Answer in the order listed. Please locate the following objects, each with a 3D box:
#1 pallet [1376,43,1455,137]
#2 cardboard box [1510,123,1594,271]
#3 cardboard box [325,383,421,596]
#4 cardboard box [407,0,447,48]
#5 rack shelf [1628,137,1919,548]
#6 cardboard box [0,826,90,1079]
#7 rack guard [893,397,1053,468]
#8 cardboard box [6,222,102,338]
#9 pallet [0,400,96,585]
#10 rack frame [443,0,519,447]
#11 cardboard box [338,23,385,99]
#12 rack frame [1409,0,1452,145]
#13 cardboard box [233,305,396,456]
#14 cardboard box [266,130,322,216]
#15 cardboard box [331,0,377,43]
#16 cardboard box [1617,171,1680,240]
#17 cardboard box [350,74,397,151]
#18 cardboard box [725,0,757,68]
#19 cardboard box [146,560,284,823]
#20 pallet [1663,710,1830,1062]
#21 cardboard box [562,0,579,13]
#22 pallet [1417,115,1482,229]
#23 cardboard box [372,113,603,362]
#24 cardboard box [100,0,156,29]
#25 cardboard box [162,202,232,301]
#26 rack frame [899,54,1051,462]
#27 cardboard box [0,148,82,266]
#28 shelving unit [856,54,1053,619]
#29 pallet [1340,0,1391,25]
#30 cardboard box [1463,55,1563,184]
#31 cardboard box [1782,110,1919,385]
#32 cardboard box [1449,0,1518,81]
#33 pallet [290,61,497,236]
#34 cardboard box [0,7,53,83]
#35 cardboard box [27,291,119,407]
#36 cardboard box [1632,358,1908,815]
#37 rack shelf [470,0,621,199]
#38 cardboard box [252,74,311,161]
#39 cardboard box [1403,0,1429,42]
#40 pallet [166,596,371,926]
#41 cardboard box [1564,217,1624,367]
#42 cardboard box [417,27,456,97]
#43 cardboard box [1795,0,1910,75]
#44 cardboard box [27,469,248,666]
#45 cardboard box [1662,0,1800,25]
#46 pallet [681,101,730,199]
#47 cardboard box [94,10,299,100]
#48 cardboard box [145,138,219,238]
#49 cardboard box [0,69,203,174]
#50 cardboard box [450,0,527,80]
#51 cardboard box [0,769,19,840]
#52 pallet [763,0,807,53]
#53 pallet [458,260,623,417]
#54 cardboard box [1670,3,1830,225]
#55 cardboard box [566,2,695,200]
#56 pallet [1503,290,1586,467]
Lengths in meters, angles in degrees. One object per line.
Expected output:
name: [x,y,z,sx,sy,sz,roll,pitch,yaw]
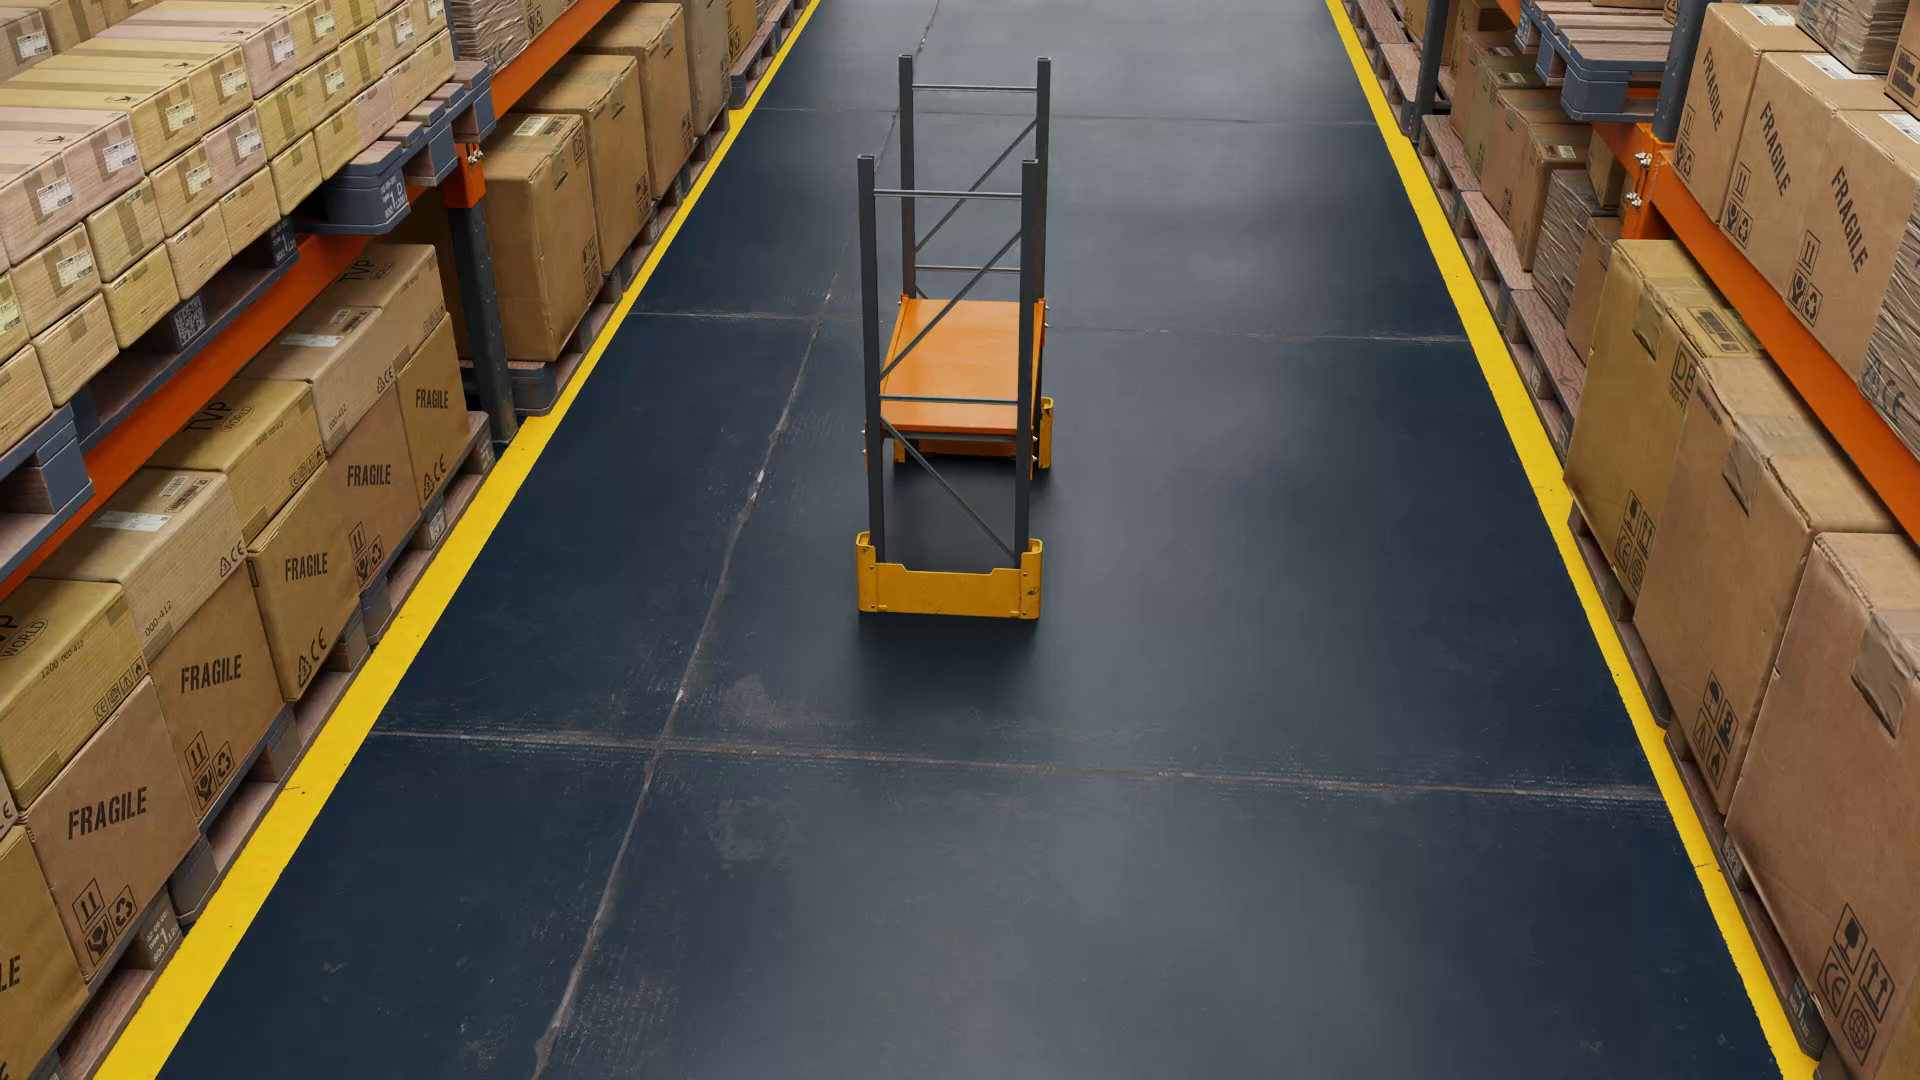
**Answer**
pallet: [3.070,-2.679,9.896,1.003,0.211,1.213,2,32,4]
cardboard box: [2.831,-1.483,7.261,0.700,0.500,0.500,5,32,8]
cardboard box: [-2.049,-0.174,5.156,0.500,0.500,0.500,4,32,6]
cardboard box: [-1.797,-1.607,5.054,0.380,0.149,0.250,3,32,5]
rack shelf: [2.562,-0.070,3.689,1.077,0.370,4.000,2,32,4]
cardboard box: [-2.211,0.916,3.387,0.500,0.500,0.500,4,32,6]
rack guard: [0.047,-0.407,6.172,0.587,0.250,0.087,2,32,4]
cardboard box: [-1.965,-0.527,3.302,0.380,0.149,0.250,4,32,6]
pallet: [-2.329,0.094,2.922,1.003,0.211,1.213,2,32,4]
rack frame: [-2.210,-1.686,5.627,1.000,3.000,0.127,2,32,4]
cardboard box: [-1.835,-1.330,4.604,0.380,0.149,0.250,3,32,5]
rack frame: [3.051,-3.513,8.592,1.000,3.000,0.127,2,32,4]
cardboard box: [-2.035,-0.487,4.948,0.500,0.250,0.500,3,32,5]
cardboard box: [-1.879,-0.945,4.264,0.380,0.149,0.250,1,32,2]
cardboard box: [-1.837,-1.467,4.544,0.380,0.149,0.250,3,32,5]
cardboard box: [2.750,-1.216,6.112,0.500,0.250,0.500,4,32,6]
cardboard box: [-1.835,-1.216,4.704,0.380,0.149,0.250,3,32,5]
cardboard box: [-1.764,-3.378,9.997,0.875,0.875,0.875,3,32,5]
cardboard box: [-2.141,0.364,4.282,0.500,0.500,0.500,3,32,5]
pallet: [2.484,0.811,4.233,1.003,0.211,1.213,2,32,4]
cardboard box: [-1.824,-2.482,6.823,0.500,0.500,0.500,2,32,4]
pallet: [2.989,-1.919,8.663,1.003,0.211,1.213,2,32,4]
cardboard box: [-2.071,-1.222,6.618,1.050,0.750,0.750,2,32,3]
cardboard box: [-2.484,-1.509,4.612,0.380,0.149,0.250,2,32,4]
cardboard box: [-1.921,-0.667,3.813,0.380,0.149,0.250,1,32,2]
rack frame: [0.048,-0.949,5.860,0.500,1.500,0.032,2,32,4]
cardboard box: [-1.962,-0.650,3.218,0.380,0.149,0.250,2,32,4]
shelving unit: [0.006,-0.678,5.421,0.587,1.500,1.083,2,32,4]
pallet: [3.269,-3.955,11.966,1.003,0.211,1.213,2,32,4]
cardboard box: [2.922,-2.068,8.209,0.700,0.500,0.500,2,32,4]
cardboard box: [2.336,-0.684,3.905,0.500,0.500,0.500,2,32,3]
cardboard box: [3.123,-2.835,9.474,0.500,0.500,0.500,2,32,2]
pallet: [-2.162,-1.227,5.065,1.213,0.211,1.003,2,32,4]
cardboard box: [-2.527,-1.229,4.158,0.380,0.149,0.250,4,32,6]
cardboard box: [-1.962,-0.393,3.368,0.380,0.149,0.250,1,32,2]
cardboard box: [2.568,0.130,4.305,1.225,0.875,0.875,3,32,4]
rack shelf: [-2.047,-2.426,7.513,1.077,0.370,4.000,2,32,4]
cardboard box: [-1.879,-1.069,4.181,0.380,0.149,0.250,2,32,4]
cardboard box: [3.135,-3.463,10.493,0.500,0.500,0.500,0,32,0]
pallet: [-2.377,0.546,4.663,1.003,0.211,1.213,2,32,4]
cardboard box: [2.760,-0.896,6.308,0.700,0.500,0.500,1,32,1]
cardboard box: [-1.792,-1.481,5.133,0.380,0.149,0.250,3,32,5]
cardboard box: [2.649,-1.510,4.289,0.797,0.503,0.637,3,32,6]
cardboard box: [-2.125,0.051,4.075,0.500,0.250,0.500,4,32,6]
cardboard box: [2.729,-1.927,5.522,0.500,0.500,0.500,-1,32,-2]
pallet: [-1.872,-2.184,9.093,1.003,0.211,1.213,2,32,4]
cardboard box: [-1.881,-1.202,4.113,0.380,0.149,0.250,2,32,4]
cardboard box: [-1.920,-0.797,3.740,0.380,0.149,0.250,2,32,3]
cardboard box: [-1.923,-0.923,3.661,0.380,0.149,0.250,3,32,5]
cardboard box: [-1.905,-1.952,5.963,0.500,0.500,0.500,3,32,5]
cardboard box: [-2.212,0.596,3.191,0.500,0.250,0.500,1,32,2]
pallet: [-1.648,-3.625,11.431,1.003,0.211,1.213,2,32,4]
pallet: [-2.071,-0.908,7.023,1.003,0.211,1.213,2,32,4]
cardboard box: [2.414,-1.222,4.778,0.500,0.500,0.500,3,32,5]
cardboard box: [-1.928,-2.166,8.150,1.050,0.750,0.750,2,32,4]
pallet: [2.790,-0.643,6.592,1.003,0.211,1.213,2,32,4]
